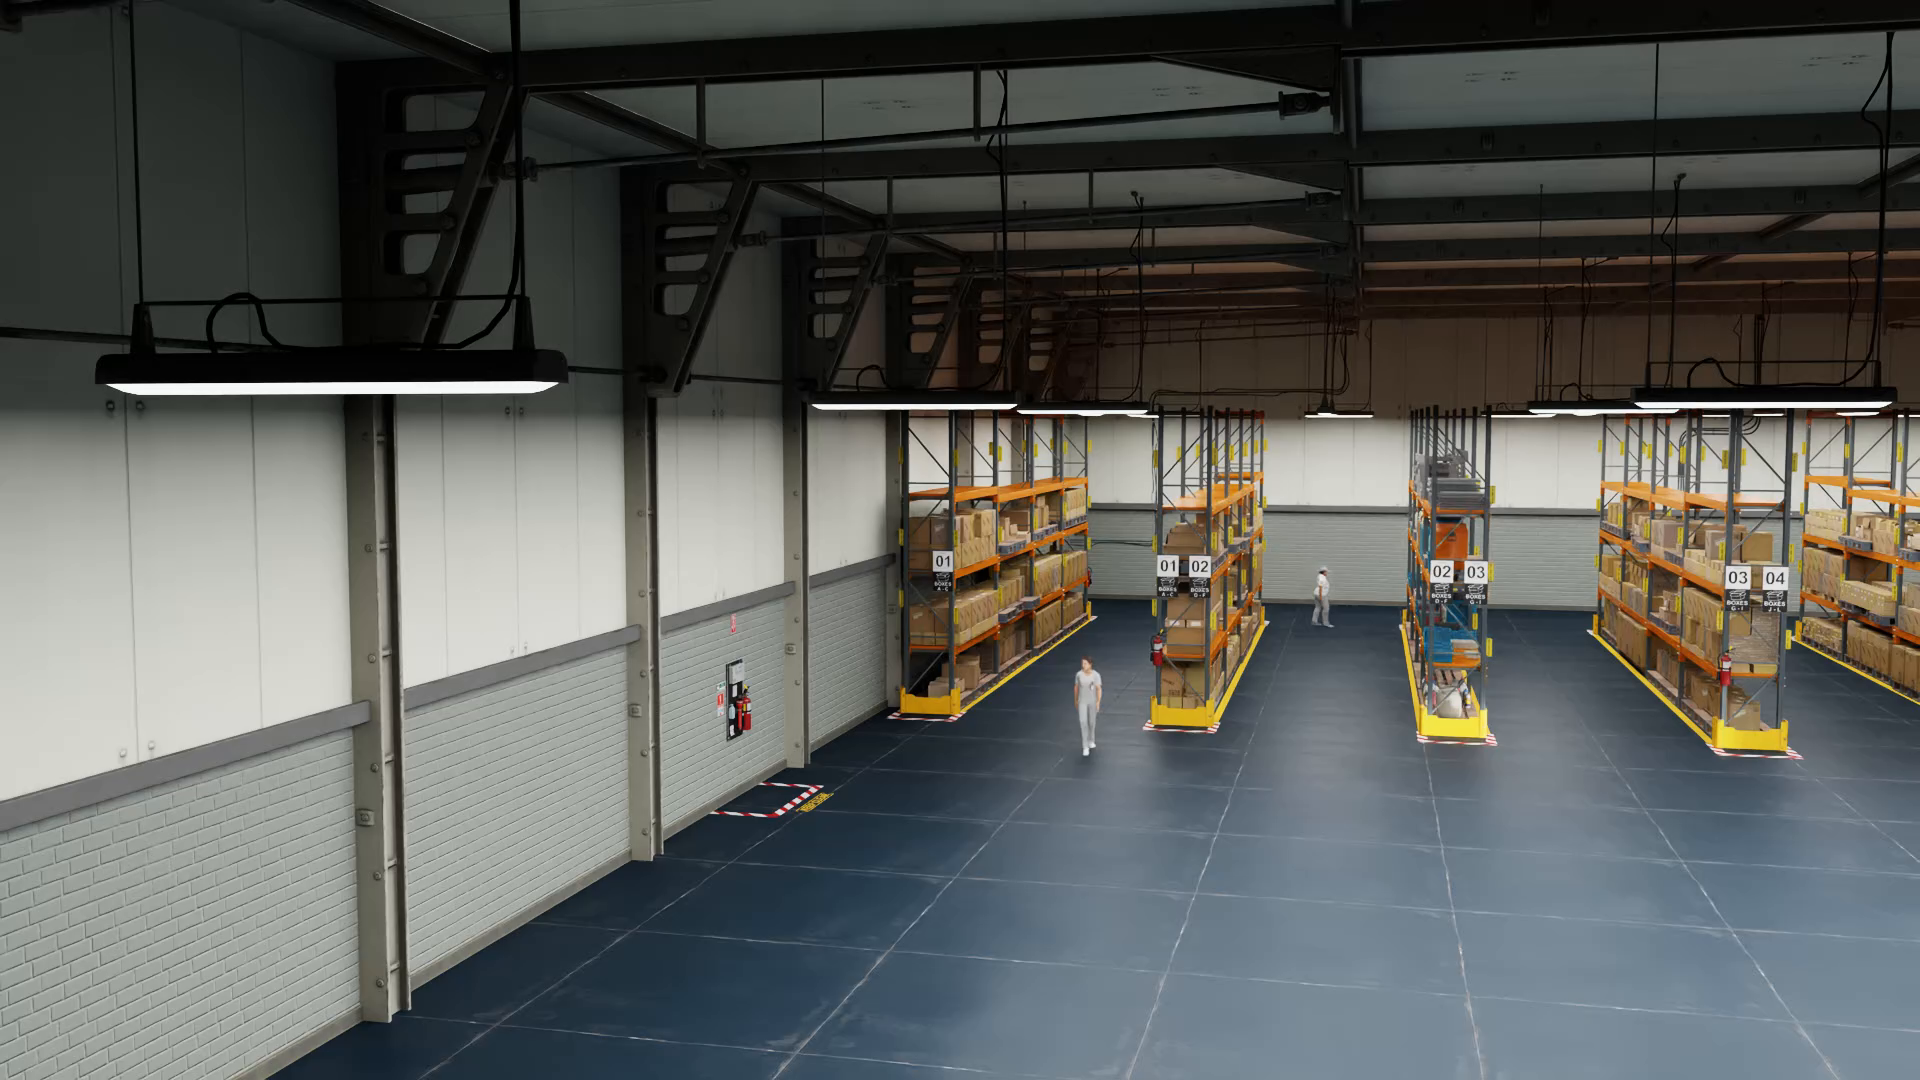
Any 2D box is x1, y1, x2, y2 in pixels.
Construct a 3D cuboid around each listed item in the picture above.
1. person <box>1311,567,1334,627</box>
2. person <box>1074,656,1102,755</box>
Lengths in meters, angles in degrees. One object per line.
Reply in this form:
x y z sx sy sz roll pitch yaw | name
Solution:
10.111 1.585 46.328 0.590 1.688 0.519 0 4 2 | person
2.212 2.824 28.727 0.469 1.649 0.869 0 4 4 | person
